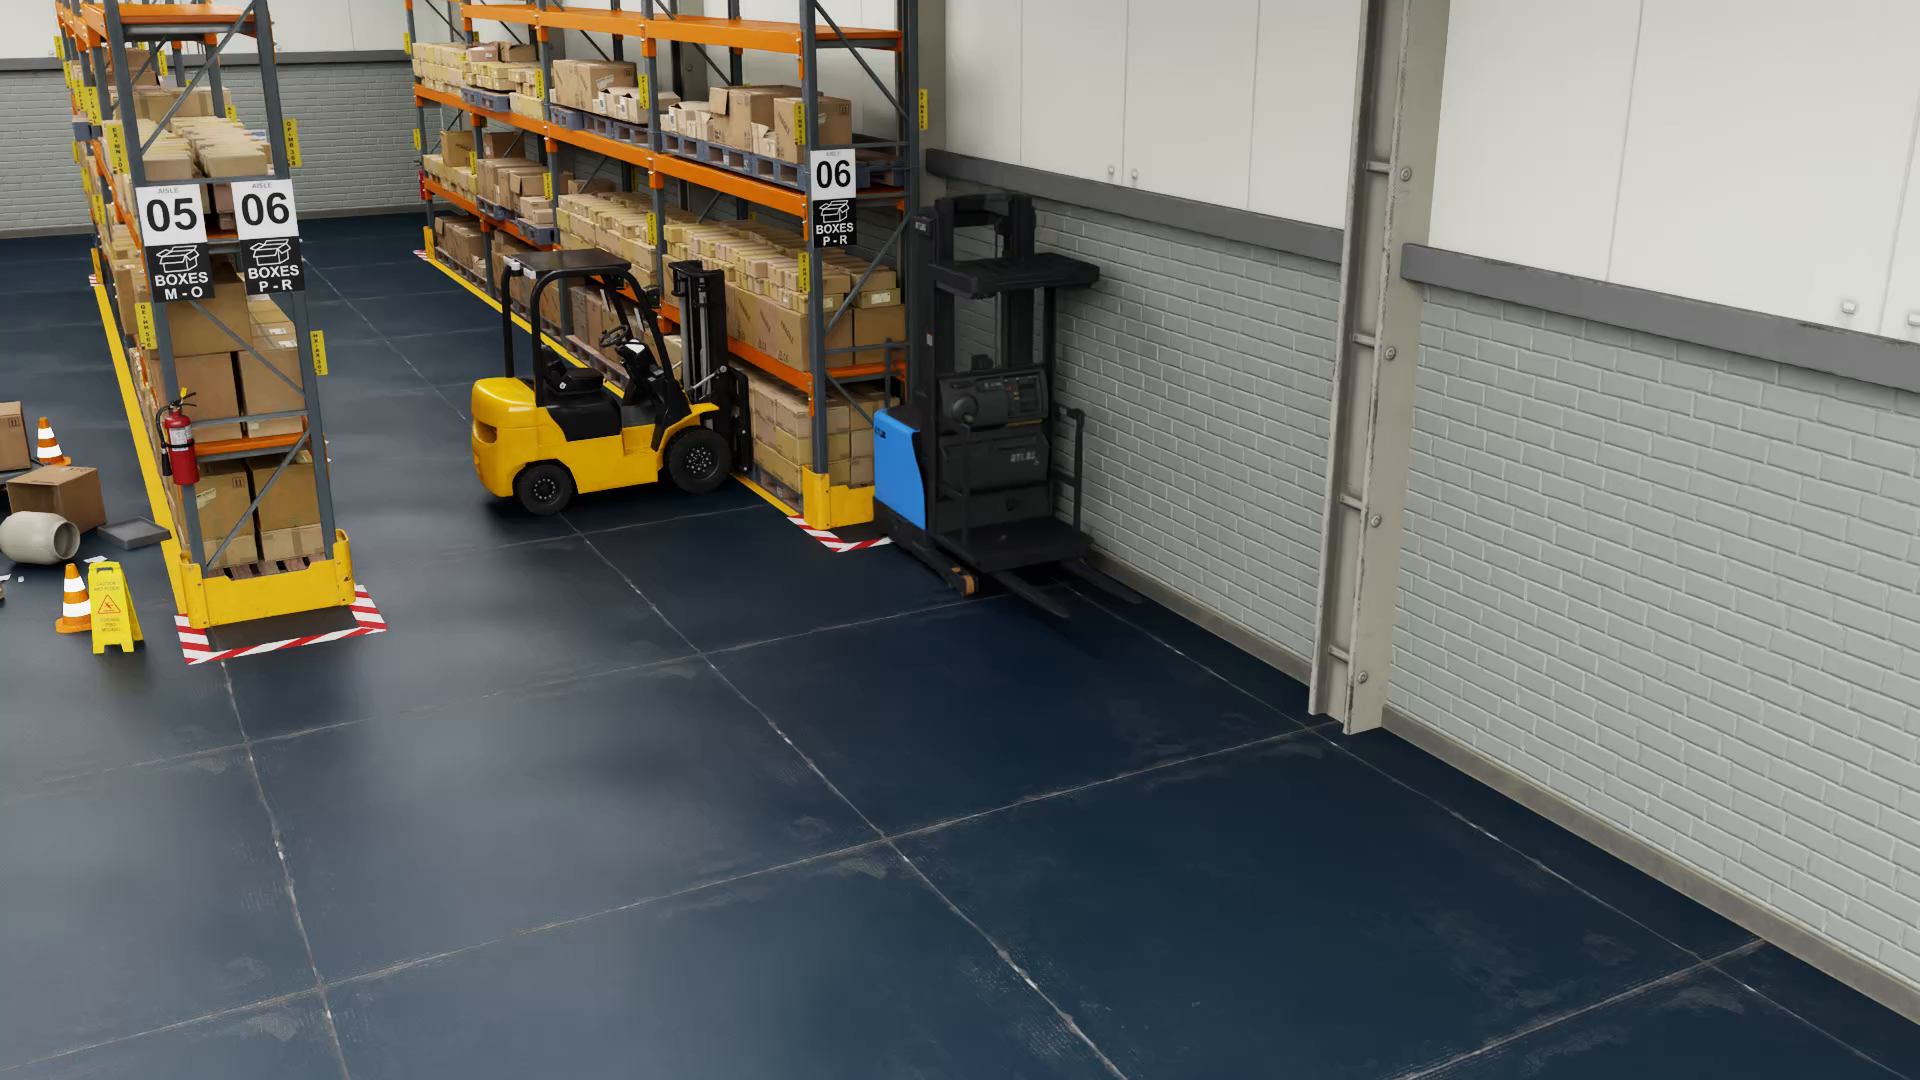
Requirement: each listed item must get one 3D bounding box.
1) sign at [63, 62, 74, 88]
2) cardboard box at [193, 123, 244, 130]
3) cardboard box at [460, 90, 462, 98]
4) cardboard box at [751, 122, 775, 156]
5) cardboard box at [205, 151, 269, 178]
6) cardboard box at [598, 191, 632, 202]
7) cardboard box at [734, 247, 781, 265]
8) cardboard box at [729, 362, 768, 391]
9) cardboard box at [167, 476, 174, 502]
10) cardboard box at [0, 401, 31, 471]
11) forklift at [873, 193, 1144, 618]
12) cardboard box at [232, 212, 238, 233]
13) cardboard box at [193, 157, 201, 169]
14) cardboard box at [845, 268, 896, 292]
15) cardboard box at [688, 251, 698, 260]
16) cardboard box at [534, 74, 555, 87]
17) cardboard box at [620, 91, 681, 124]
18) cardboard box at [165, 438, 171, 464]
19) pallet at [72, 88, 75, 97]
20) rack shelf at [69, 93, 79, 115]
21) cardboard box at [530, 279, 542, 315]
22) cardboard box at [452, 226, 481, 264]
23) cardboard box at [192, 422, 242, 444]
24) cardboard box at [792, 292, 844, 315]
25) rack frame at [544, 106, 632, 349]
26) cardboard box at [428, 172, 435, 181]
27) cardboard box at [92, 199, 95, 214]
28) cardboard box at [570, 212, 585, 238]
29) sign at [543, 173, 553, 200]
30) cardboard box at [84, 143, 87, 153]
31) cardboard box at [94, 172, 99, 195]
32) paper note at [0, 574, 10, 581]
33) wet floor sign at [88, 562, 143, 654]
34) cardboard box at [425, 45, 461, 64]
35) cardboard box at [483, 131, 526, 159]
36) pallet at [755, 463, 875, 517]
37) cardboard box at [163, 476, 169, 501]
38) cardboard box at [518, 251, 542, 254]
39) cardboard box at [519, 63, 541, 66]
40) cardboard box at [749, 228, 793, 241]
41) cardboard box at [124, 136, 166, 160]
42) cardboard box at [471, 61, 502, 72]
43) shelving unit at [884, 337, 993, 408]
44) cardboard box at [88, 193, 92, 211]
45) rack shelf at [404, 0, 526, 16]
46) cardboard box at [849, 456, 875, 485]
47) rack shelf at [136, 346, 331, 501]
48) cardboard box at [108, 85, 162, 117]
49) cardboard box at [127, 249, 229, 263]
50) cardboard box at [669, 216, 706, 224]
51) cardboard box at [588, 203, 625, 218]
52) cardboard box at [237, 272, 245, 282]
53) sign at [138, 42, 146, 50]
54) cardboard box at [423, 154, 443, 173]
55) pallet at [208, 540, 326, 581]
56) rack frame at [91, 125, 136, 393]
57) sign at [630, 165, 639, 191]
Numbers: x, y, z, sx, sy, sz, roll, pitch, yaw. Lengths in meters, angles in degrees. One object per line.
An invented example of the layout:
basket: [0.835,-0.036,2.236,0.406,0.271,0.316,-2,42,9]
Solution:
sign: [-11.363,-5.933,21.213,0.100,0.325,0.005,-10,21,-27]
cardboard box: [-6.259,-3.436,14.055,0.380,0.149,0.250,-9,21,-25]
cardboard box: [-7.053,-6.516,24.204,0.380,0.149,0.250,-10,21,-27]
cardboard box: [-1.591,-3.508,14.510,0.396,0.266,0.258,-10,21,-27]
cardboard box: [-5.166,-2.684,11.875,0.380,0.149,0.250,-10,21,-27]
cardboard box: [-4.276,-4.233,20.651,0.380,0.149,0.250,-9,21,-25]
cardboard box: [-1.899,-2.648,15.604,0.380,0.149,0.250,-10,21,-26]
cardboard box: [-2.033,-1.535,16.020,0.500,0.250,0.500,-10,22,-28]
cardboard box: [-6.271,-0.612,13.729,0.500,0.500,0.500,-11,22,-28]
cardboard box: [-8.628,-0.915,14.855,0.500,0.500,0.500,-10,21,-27]
forklift: [0.366,-1.115,12.870,1.130,2.935,3.031,-9,21,-25]
cardboard box: [-5.048,-2.319,12.040,0.380,0.149,0.250,-10,21,-27]
cardboard box: [-5.679,-2.838,12.933,0.500,0.250,0.500,-9,21,-25]
cardboard box: [-0.781,-2.268,14.503,0.380,0.149,0.250,-10,22,-28]
cardboard box: [-2.465,-2.787,16.463,0.380,0.149,0.250,-9,21,-25]
cardboard box: [-5.033,-5.670,20.528,0.380,0.149,0.250,-9,21,-25]
cardboard box: [-3.268,-4.584,17.559,0.500,0.311,0.500,-11,22,-28]
cardboard box: [-6.020,-0.719,13.043,0.380,0.149,0.250,-9,21,-25]
pallet: [-12.413,-6.632,24.290,1.003,0.211,1.213,-10,21,-27]
rack shelf: [-11.825,-5.971,23.342,1.077,0.370,4.000,-10,21,-27]
cardboard box: [-5.478,-3.341,22.403,0.500,0.500,0.500,-9,21,-24]
cardboard box: [-7.666,-4.645,26.183,0.500,0.500,0.500,-10,21,-26]
cardboard box: [-5.542,-0.830,12.323,0.380,0.149,0.250,-9,21,-25]
cardboard box: [-1.221,-2.054,14.338,0.380,0.149,0.250,-10,21,-26]
rack frame: [-4.609,-3.941,20.953,1.000,3.000,0.127,-10,21,-27]
cardboard box: [-8.493,-5.982,27.253,0.380,0.149,0.250,-10,21,-27]
cardboard box: [-10.914,-4.315,21.500,0.500,0.250,0.500,-11,22,-28]
cardboard box: [-4.376,-3.797,20.000,0.500,0.250,0.500,-9,21,-25]
sign: [-5.082,-4.364,20.526,0.100,0.325,0.005,-10,21,-27]
cardboard box: [-11.301,-5.185,21.878,0.380,0.149,0.250,-10,22,-28]
cardboard box: [-9.932,-4.088,19.695,0.500,0.500,0.500,-10,21,-27]
paper note: [-7.649,0.305,13.220,0.148,0.019,0.142,-3,19,-8]
wet floor sign: [-6.028,0.459,11.812,0.267,0.644,0.232,-3,19,-8]
cardboard box: [-7.943,-7.504,25.689,0.500,0.250,0.500,-10,22,-27]
cardboard box: [-6.981,-5.982,25.493,0.500,0.500,0.500,-11,22,-28]
pallet: [-1.210,-0.539,15.370,1.003,0.211,1.213,-10,21,-27]
cardboard box: [-6.770,-0.559,14.723,0.500,0.250,0.500,-9,21,-24]
cardboard box: [-5.897,-3.903,23.038,0.380,0.149,0.250,-9,21,-25]
cardboard box: [-5.777,-6.410,22.643,0.380,0.149,0.250,-11,22,-28]
cardboard box: [-1.898,-3.028,16.703,0.380,0.149,0.250,-10,22,-28]
cardboard box: [-6.355,-3.037,12.898,0.380,0.149,0.250,-9,21,-25]
cardboard box: [-6.563,-6.555,23.064,0.380,0.149,0.250,-10,21,-26]
shelving unit: [-0.219,-0.926,14.398,0.587,1.500,1.083,-8,22,-26]
cardboard box: [-12.309,-5.043,23.993,0.500,0.500,0.500,-10,21,-27]
rack shelf: [-7.458,-8.157,25.084,1.077,0.370,4.000,-10,21,-27]
cardboard box: [-0.871,-0.714,15.174,0.500,0.250,0.500,-10,21,-26]
rack shelf: [-6.126,-1.108,13.848,1.077,0.370,4.000,-10,21,-27]
cardboard box: [-7.967,-4.241,16.043,0.500,0.250,0.500,-10,21,-26]
cardboard box: [-6.292,-2.089,13.446,0.700,0.500,0.500,-10,21,-27]
cardboard box: [-3.026,-3.508,18.550,0.380,0.149,0.250,-10,22,-27]
cardboard box: [-4.163,-3.871,19.603,0.380,0.149,0.250,-10,21,-26]
cardboard box: [-6.646,-2.121,15.071,0.500,0.500,0.500,-11,22,-28]
sign: [-12.290,-7.347,24.989,0.100,0.325,0.005,-10,21,-27]
cardboard box: [-8.429,-6.135,27.086,0.500,0.250,0.500,-10,21,-26]
pallet: [-5.567,0.183,13.276,1.003,0.211,1.213,-10,21,-27]
rack frame: [-8.975,-3.171,18.722,1.000,3.000,0.127,-10,21,-27]
sign: [-4.122,-4.575,21.016,0.100,0.325,0.005,-10,21,-27]
